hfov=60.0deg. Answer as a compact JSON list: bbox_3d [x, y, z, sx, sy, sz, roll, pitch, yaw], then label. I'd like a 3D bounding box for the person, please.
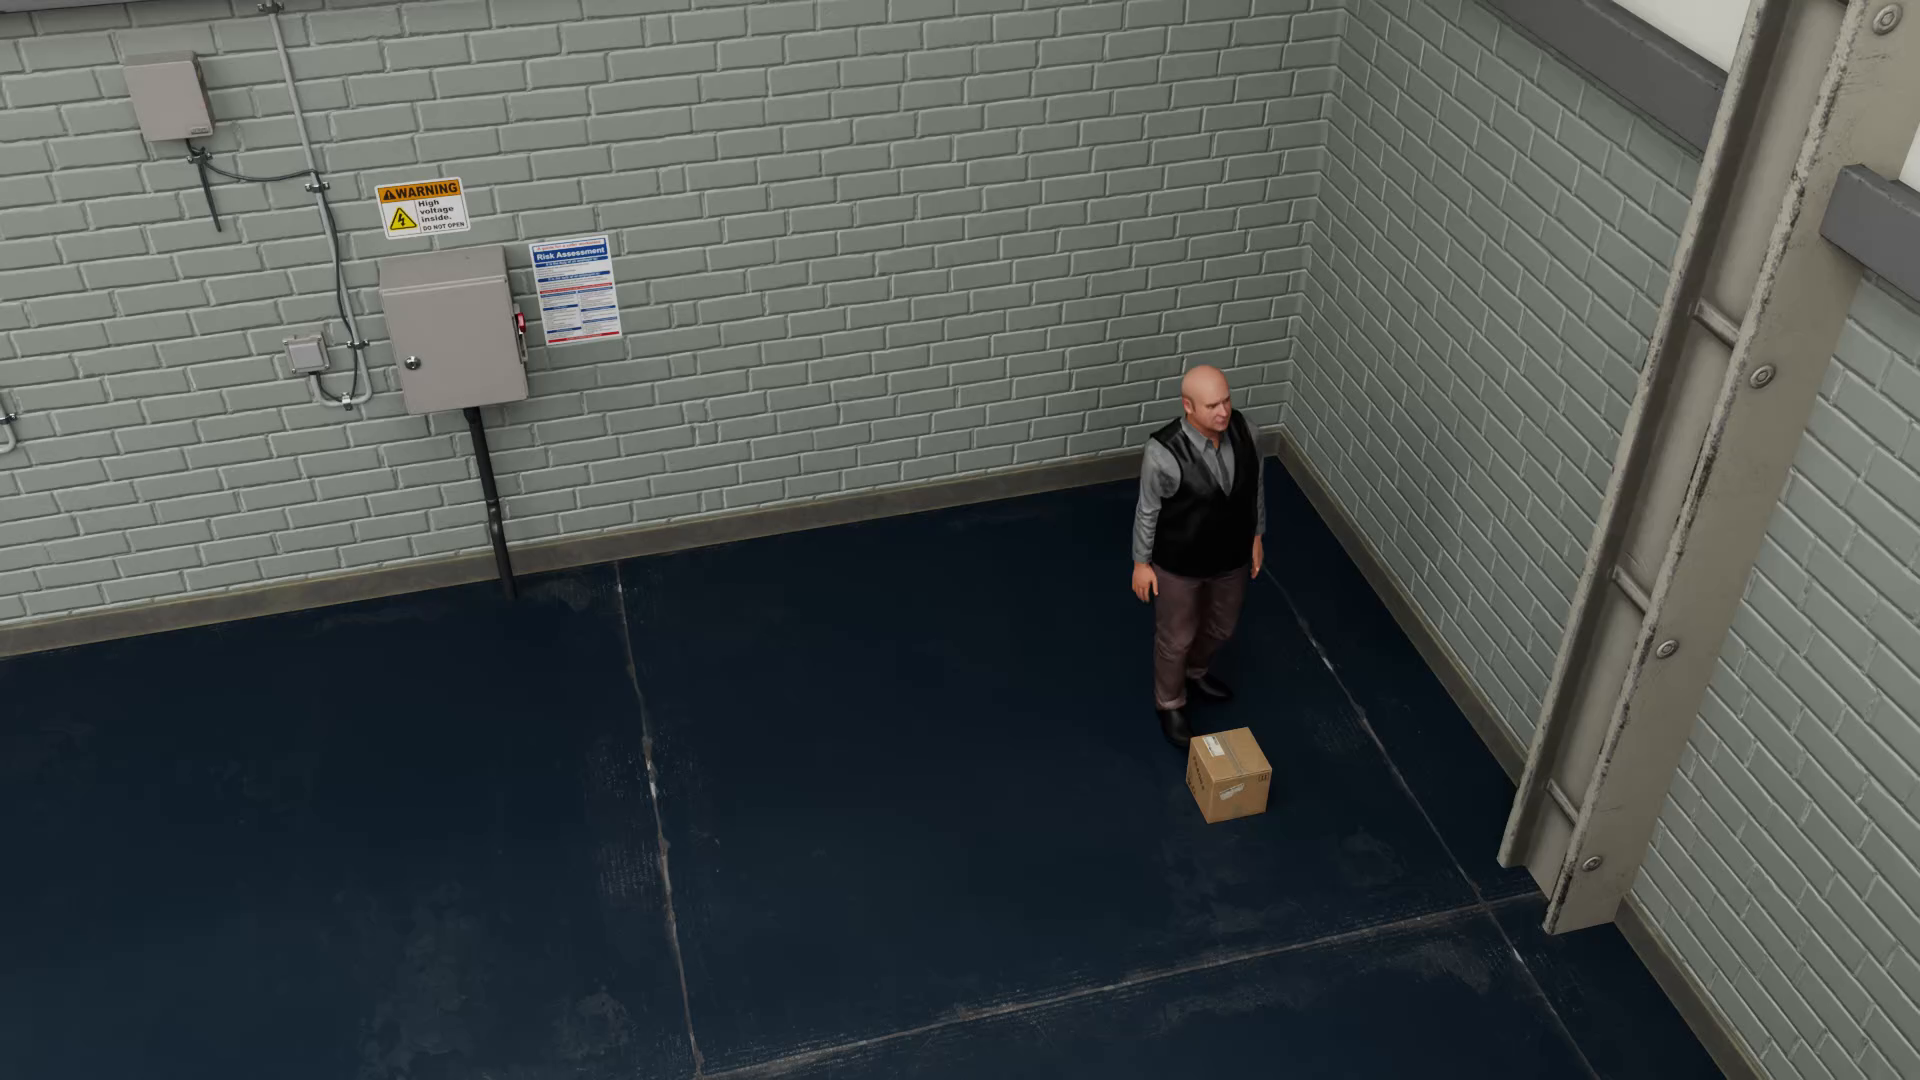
[{"bbox_3d":[0.956,0.063,6.640,0.561,1.722,0.448,-16,41,-20],"label":"person"}]
